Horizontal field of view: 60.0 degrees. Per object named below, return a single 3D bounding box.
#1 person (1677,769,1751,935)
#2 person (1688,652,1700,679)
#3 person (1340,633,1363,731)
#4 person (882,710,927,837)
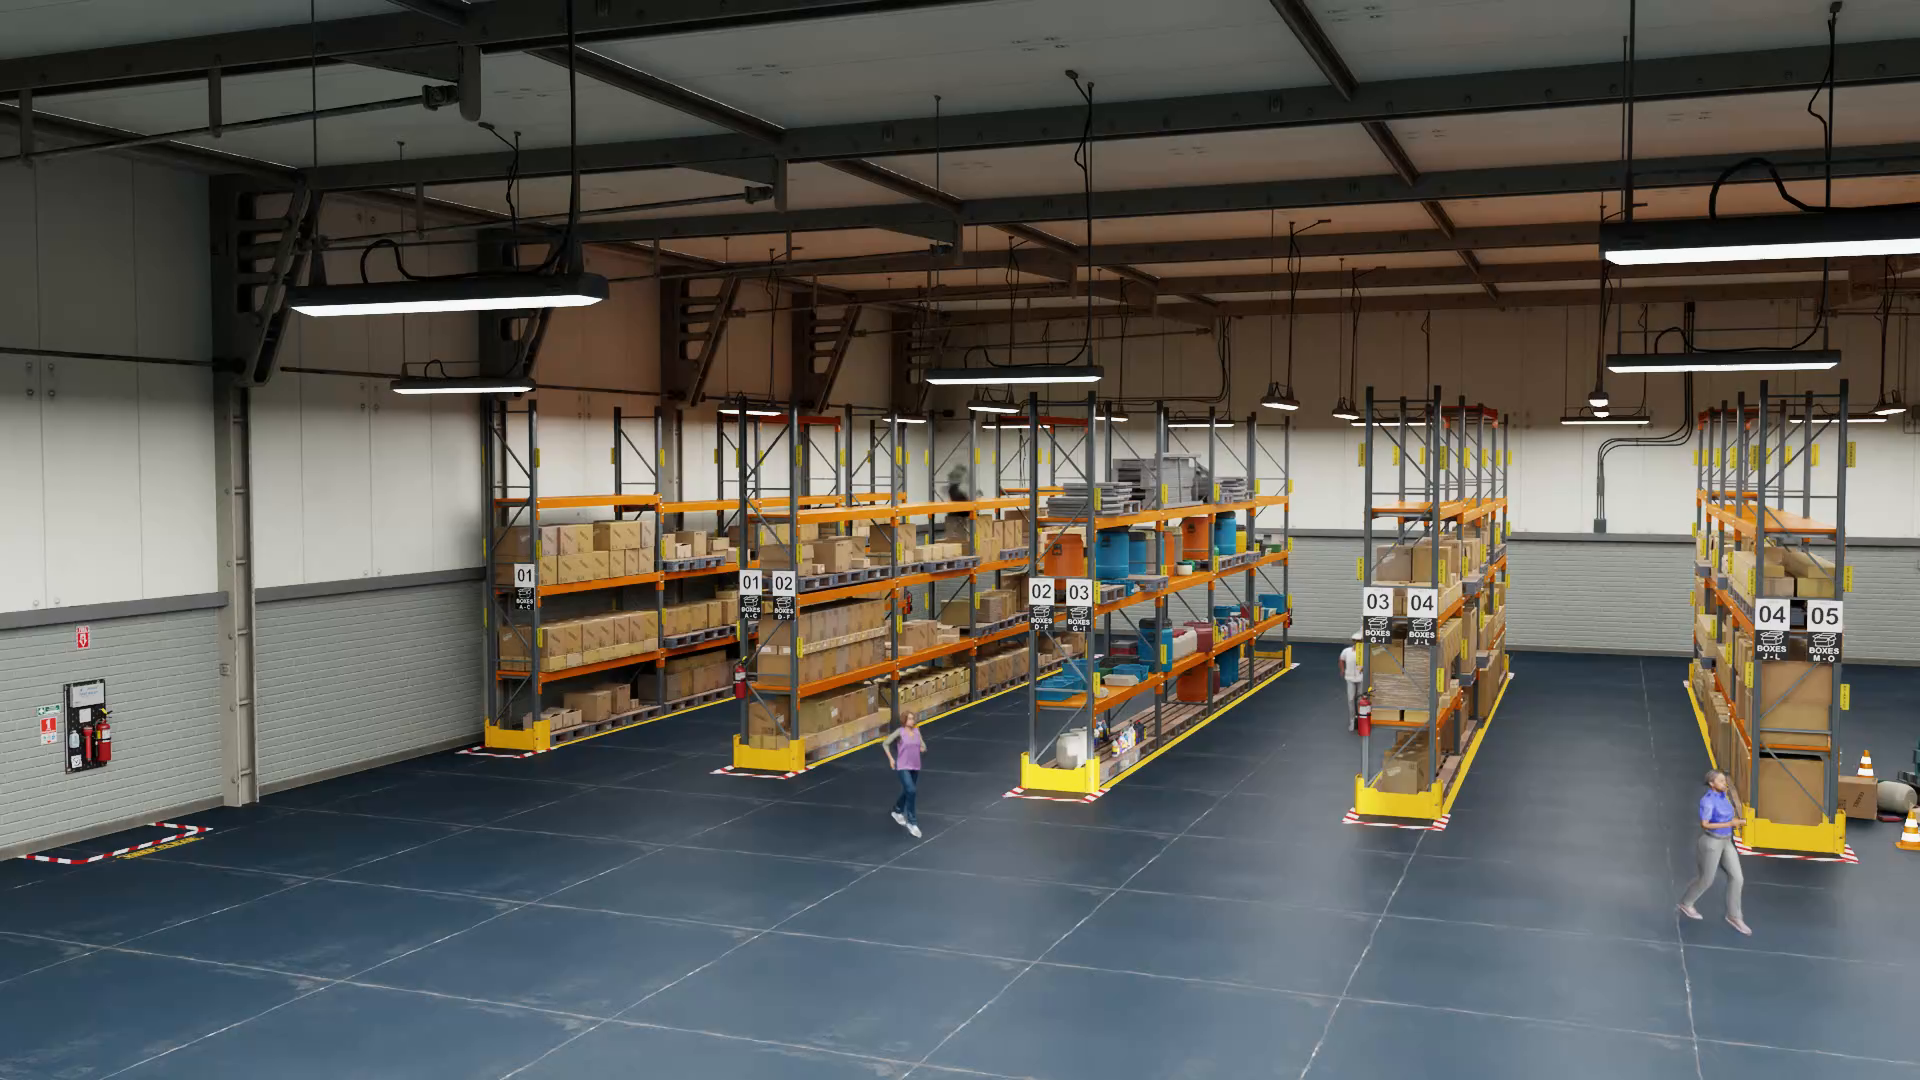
[{"bbox_3d":[8.036,3.289,17.703,0.566,1.701,0.772,-2,3,-33],"label":"person"},{"bbox_3d":[16.909,2.346,37.419,0.865,1.641,0.636,1,3,12],"label":"person"},{"bbox_3d":[7.336,2.601,30.742,0.701,1.769,0.827,1,3,24],"label":"person"},{"bbox_3d":[-0.714,3.090,22.252,0.516,1.632,0.759,-2,4,-40],"label":"person"}]
